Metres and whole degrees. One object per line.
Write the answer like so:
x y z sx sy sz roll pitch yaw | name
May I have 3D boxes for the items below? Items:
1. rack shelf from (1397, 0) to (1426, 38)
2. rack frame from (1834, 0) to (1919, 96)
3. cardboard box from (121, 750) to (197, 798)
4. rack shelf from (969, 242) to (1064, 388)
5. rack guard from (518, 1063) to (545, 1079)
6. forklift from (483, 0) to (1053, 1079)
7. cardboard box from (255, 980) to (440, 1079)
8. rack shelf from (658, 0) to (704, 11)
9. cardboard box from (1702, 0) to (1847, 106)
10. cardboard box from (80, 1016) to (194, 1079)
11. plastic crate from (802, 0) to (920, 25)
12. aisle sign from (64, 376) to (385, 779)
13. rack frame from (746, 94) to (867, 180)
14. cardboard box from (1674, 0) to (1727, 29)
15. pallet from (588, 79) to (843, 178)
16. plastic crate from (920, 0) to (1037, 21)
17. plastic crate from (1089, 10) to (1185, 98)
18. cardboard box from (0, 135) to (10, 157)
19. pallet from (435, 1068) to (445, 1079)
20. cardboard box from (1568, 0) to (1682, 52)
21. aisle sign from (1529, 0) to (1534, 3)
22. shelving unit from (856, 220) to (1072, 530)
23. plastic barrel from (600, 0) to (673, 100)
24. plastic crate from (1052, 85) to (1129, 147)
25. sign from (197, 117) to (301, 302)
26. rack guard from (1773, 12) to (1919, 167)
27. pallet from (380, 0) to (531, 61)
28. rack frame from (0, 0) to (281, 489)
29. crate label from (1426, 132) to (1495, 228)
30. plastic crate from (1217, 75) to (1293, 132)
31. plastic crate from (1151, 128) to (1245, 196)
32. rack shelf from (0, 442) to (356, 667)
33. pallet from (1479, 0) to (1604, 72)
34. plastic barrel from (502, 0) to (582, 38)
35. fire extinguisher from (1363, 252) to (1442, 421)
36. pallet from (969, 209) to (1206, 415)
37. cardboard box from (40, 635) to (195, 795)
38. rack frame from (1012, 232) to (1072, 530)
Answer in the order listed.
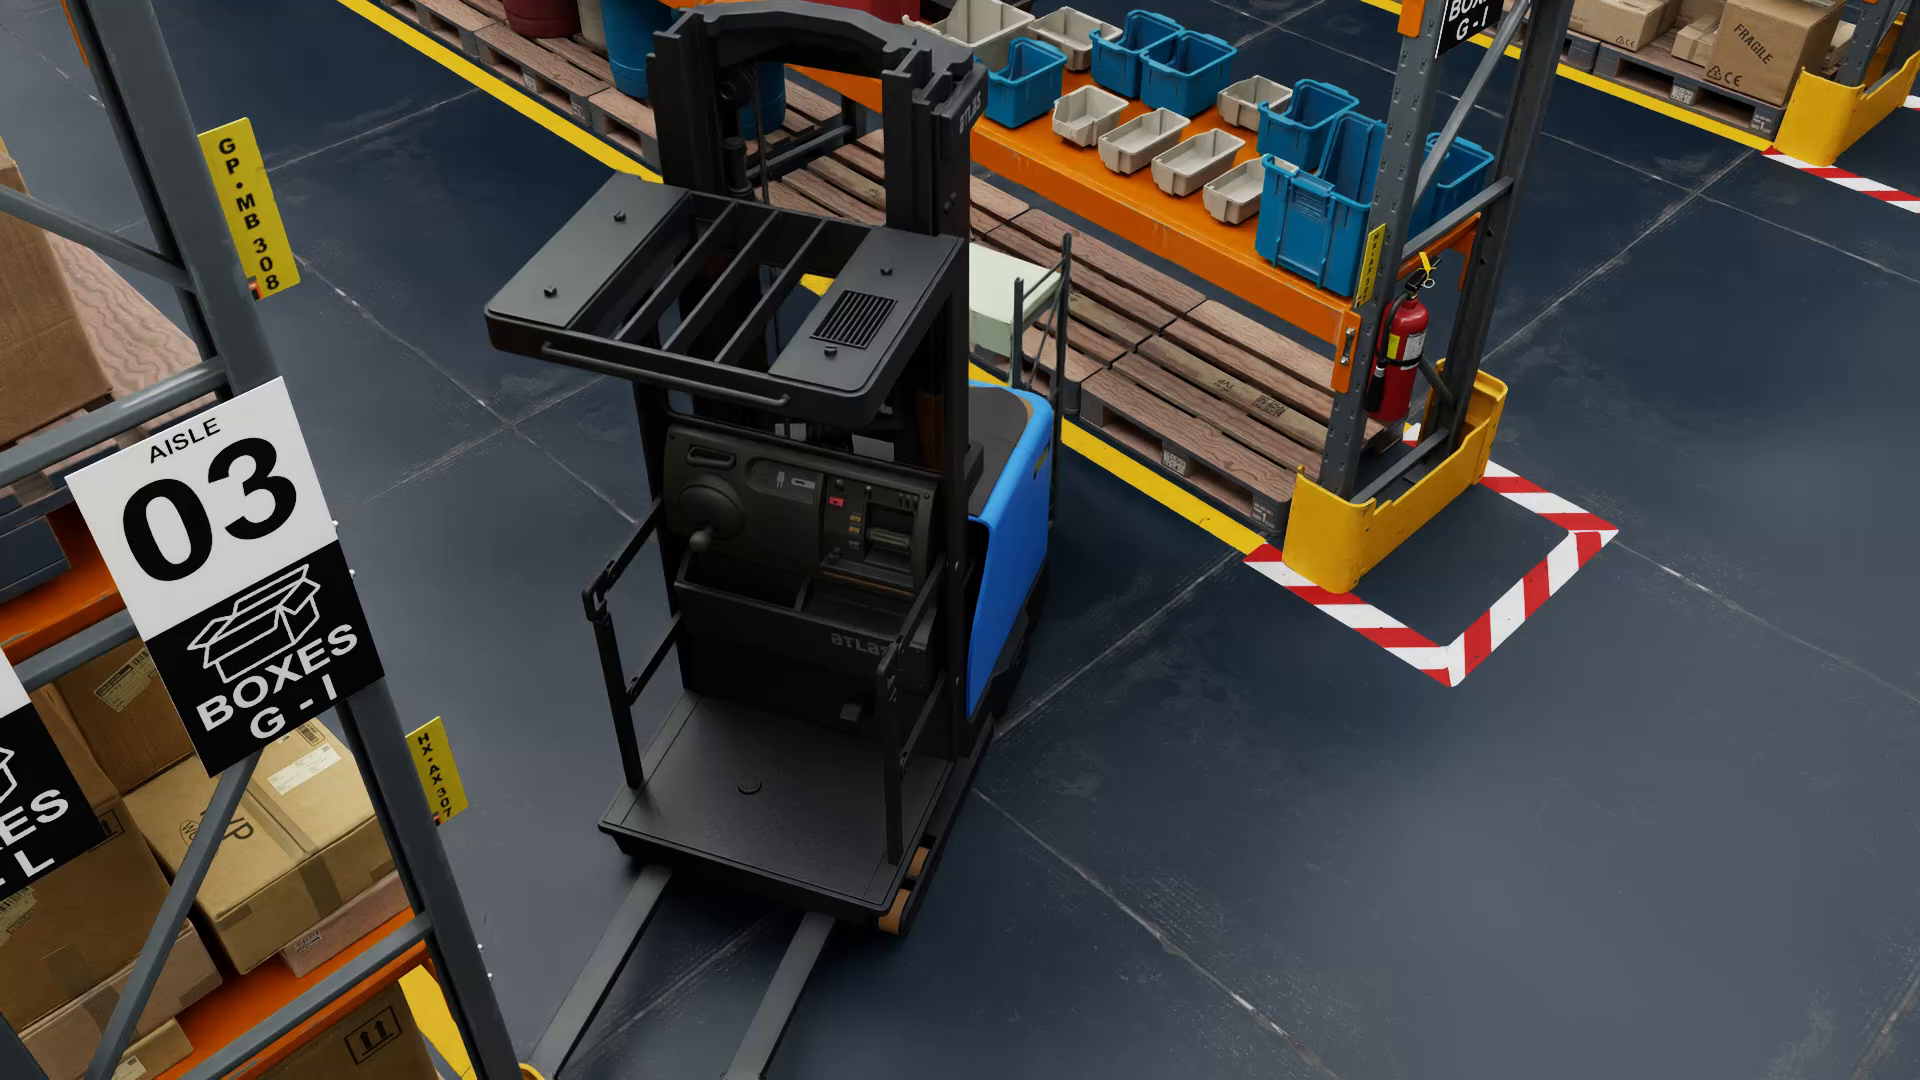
0.477 -3.017 6.742 1.077 0.370 4.000 -34 53 -31 | rack shelf
5.399 -3.591 9.044 1.000 3.000 0.127 -34 53 -31 | rack frame
-2.137 0.494 4.514 0.500 0.250 0.500 34 52 31 | cardboard box
0.009 -0.947 6.712 0.720 0.370 0.431 23 48 23 | rack shelf
-1.600 2.084 4.743 1.175 0.500 0.348 -34 53 -31 | rack guard
-0.597 -0.009 5.217 1.130 2.935 3.031 14 44 14 | forklift
-2.126 1.512 4.777 0.875 0.875 0.875 -34 53 -31 | cardboard box
-2.348 -3.838 9.840 1.077 0.370 4.000 -34 53 -31 | rack shelf
4.841 -2.978 9.897 0.500 0.500 0.500 -34 53 -31 | cardboard box
-2.102 1.234 4.007 0.380 0.149 0.250 -33 52 -31 | cardboard box
-0.482 -2.637 7.920 0.402 0.464 0.583 -34 53 -31 | plastic crate
-1.354 0.091 3.143 0.394 0.787 0.004 -34 53 -31 | aisle sign
-0.935 -3.141 8.556 1.000 3.000 0.127 -34 53 -31 | rack frame
4.863 -3.380 10.517 0.500 0.250 0.500 -34 53 -31 | cardboard box
-1.451 -2.508 9.926 1.003 0.211 1.213 -34 53 -31 | pallet
0.045 -2.653 8.187 0.437 0.125 0.590 -34 53 -31 | plastic crate
0.806 -2.233 7.653 0.416 0.233 0.300 -34 53 -31 | plastic crate
-2.335 -0.727 3.277 0.500 0.500 0.700 32 52 30 | cardboard box
-2.237 1.832 5.229 1.003 0.211 1.213 -34 53 -31 | pallet
4.191 -3.357 10.492 0.500 0.250 0.500 -34 53 -31 | cardboard box
2.151 -2.282 5.711 0.394 0.787 0.004 -34 53 -31 | aisle sign
0.009 -0.660 6.977 0.755 1.500 0.431 23 48 23 | shelving unit
-1.808 -3.134 9.786 0.600 0.901 0.708 -34 53 -31 | plastic barrel
0.555 -1.851 7.310 0.298 0.136 0.250 -34 53 -31 | plastic crate
-1.220 -0.560 2.851 0.100 0.325 0.005 -34 53 -31 | sign
5.345 -2.710 9.931 1.175 0.500 0.348 -34 53 -31 | rack guard
-3.174 -3.680 11.194 1.003 0.211 1.213 -34 53 -31 | pallet
-1.617 -1.048 1.871 1.000 3.000 0.127 -34 53 -31 | rack frame
1.948 -1.456 6.812 0.416 0.233 0.303 -34 53 -31 | crate label
1.301 -1.940 7.407 0.250 0.136 0.298 -34 53 -31 | plastic crate
0.991 -1.595 7.034 0.396 0.136 0.243 -34 53 -31 | plastic crate
-3.030 -0.644 4.174 1.077 0.370 4.000 -34 53 -31 | rack shelf
3.924 -3.572 11.078 1.003 0.211 1.213 -34 53 -31 | pallet
-2.605 -3.562 10.479 0.600 0.588 0.708 -34 53 -31 | plastic barrel
1.674 -0.763 6.315 0.296 0.674 0.183 -34 53 -31 | fire extinguisher
0.477 -1.196 8.506 1.003 0.211 1.213 -34 53 -31 | pallet
-2.118 0.225 4.252 0.500 0.500 0.500 33 52 30 | cardboard box
0.318 -0.528 6.833 0.023 1.500 0.400 23 48 23 | rack frame
